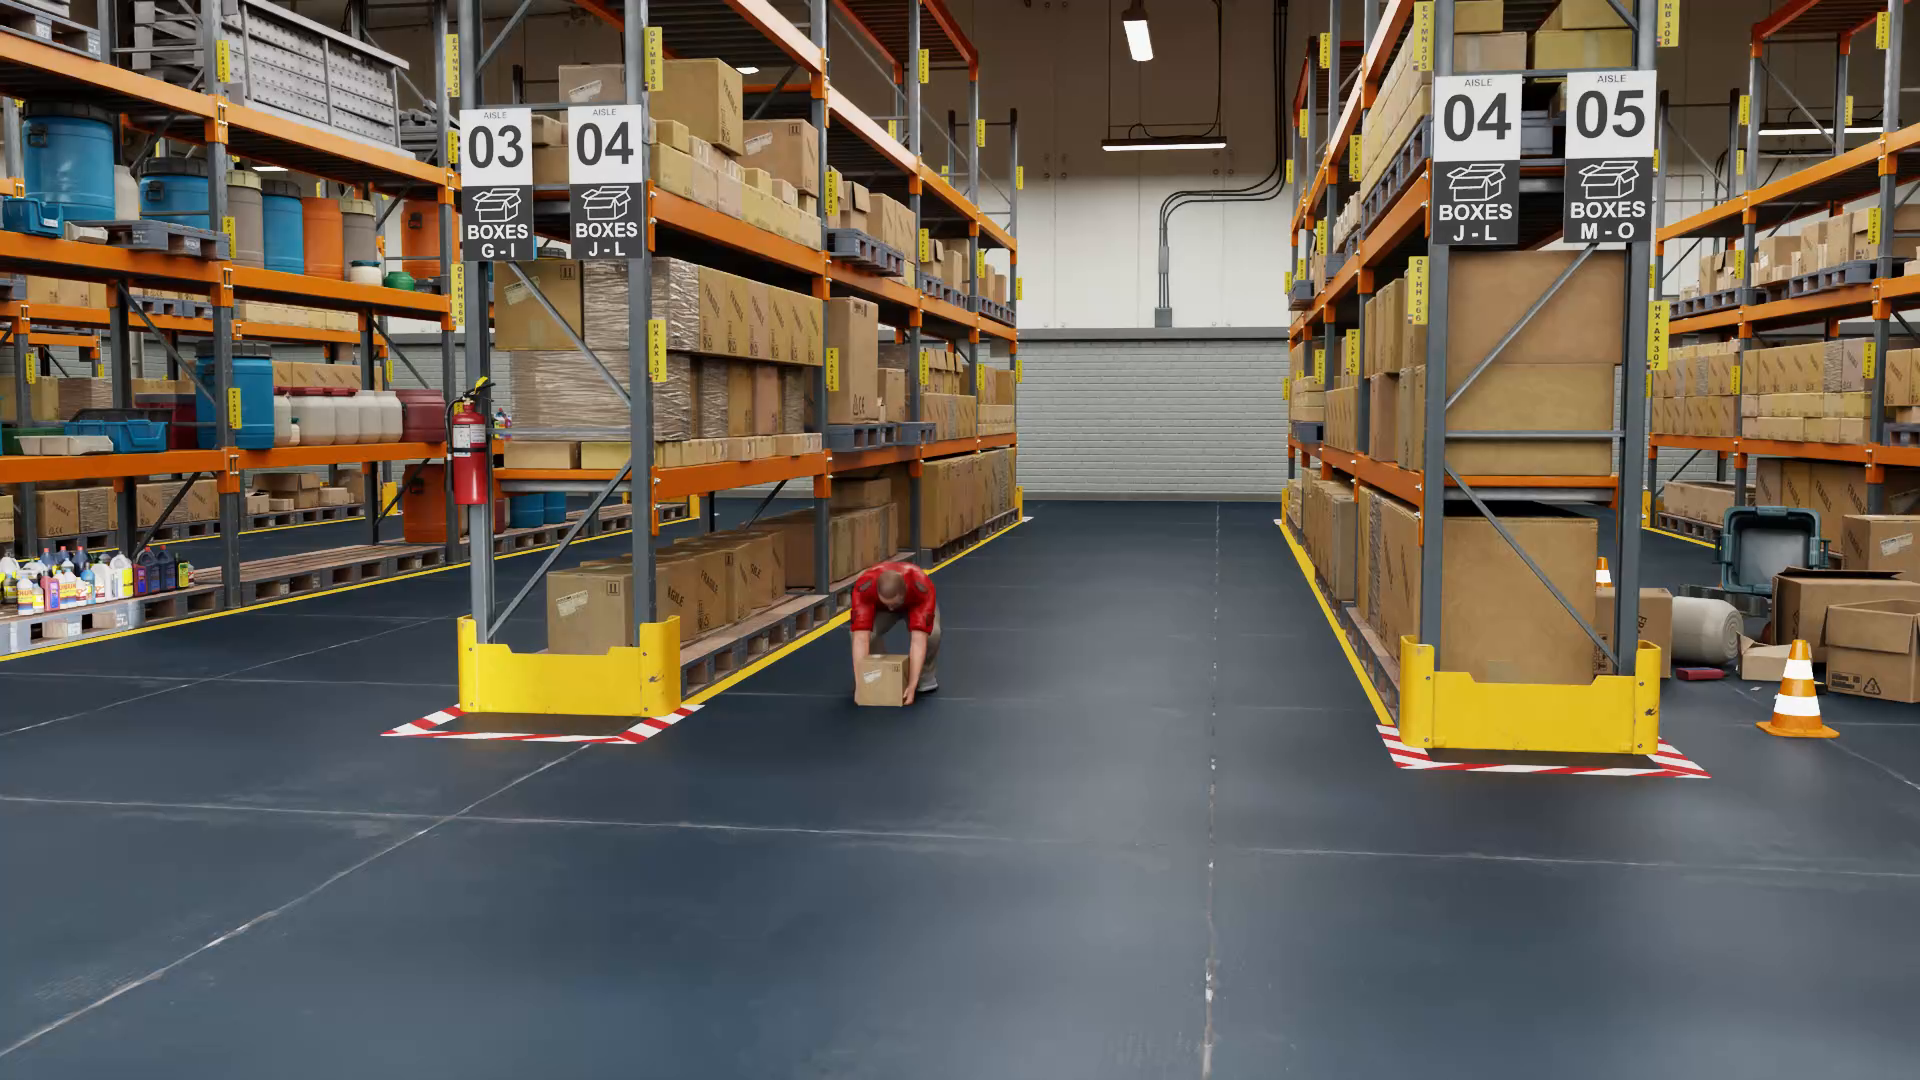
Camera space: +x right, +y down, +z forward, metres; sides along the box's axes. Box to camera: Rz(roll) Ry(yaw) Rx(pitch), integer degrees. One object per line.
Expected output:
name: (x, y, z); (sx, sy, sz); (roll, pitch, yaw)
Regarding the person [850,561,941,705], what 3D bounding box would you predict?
person: (-0.366, 0.508, 9.544); (0.528, 0.788, 0.940); (1, 4, 7)
